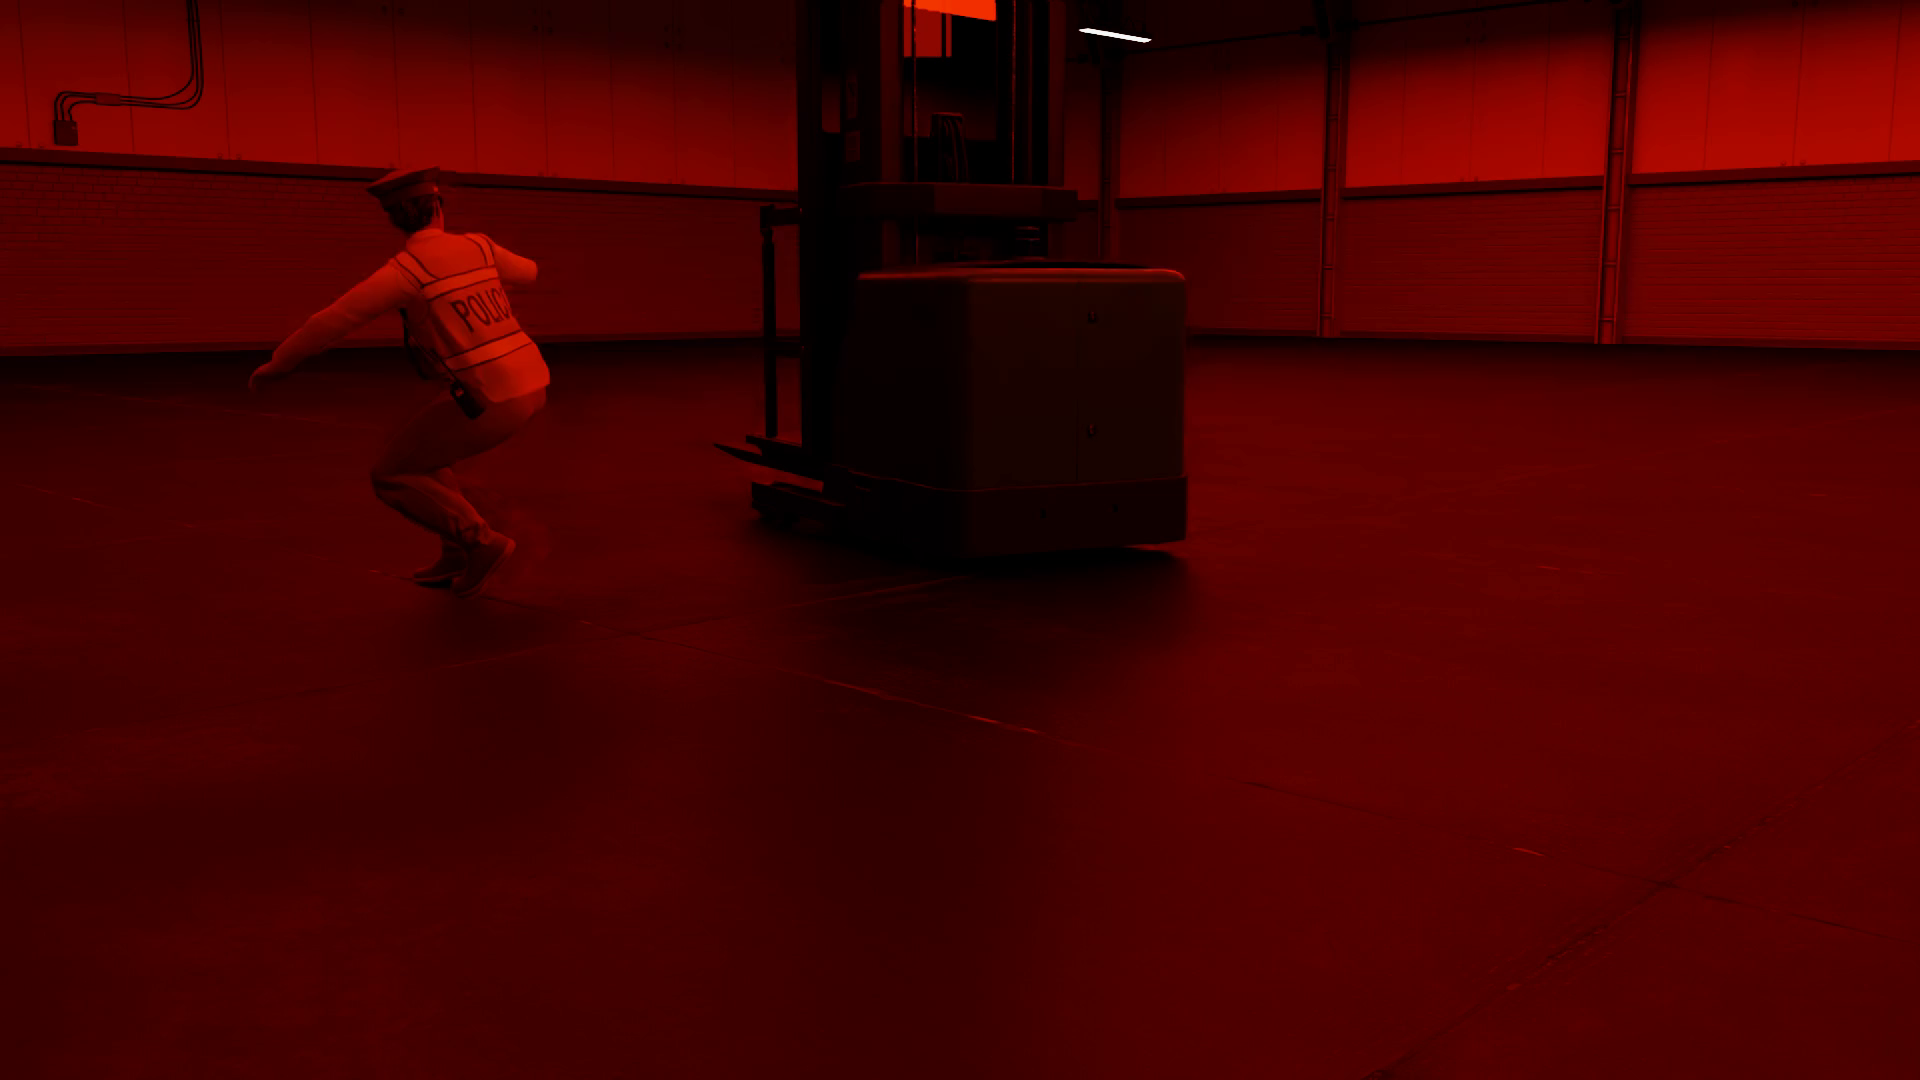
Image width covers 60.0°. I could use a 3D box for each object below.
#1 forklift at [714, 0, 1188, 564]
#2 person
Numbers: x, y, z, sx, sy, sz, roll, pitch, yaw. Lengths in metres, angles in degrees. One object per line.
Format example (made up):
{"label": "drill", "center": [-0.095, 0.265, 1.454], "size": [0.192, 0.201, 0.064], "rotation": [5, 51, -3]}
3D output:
{"label": "forklift", "center": [-0.266, -1.544, 7.130], "size": [1.130, 2.935, 3.031], "rotation": [-4, 10, -27]}
{"label": "person", "center": [-1.791, -0.522, 5.501], "size": [0.906, 1.394, 0.729], "rotation": [2, 9, 13]}
